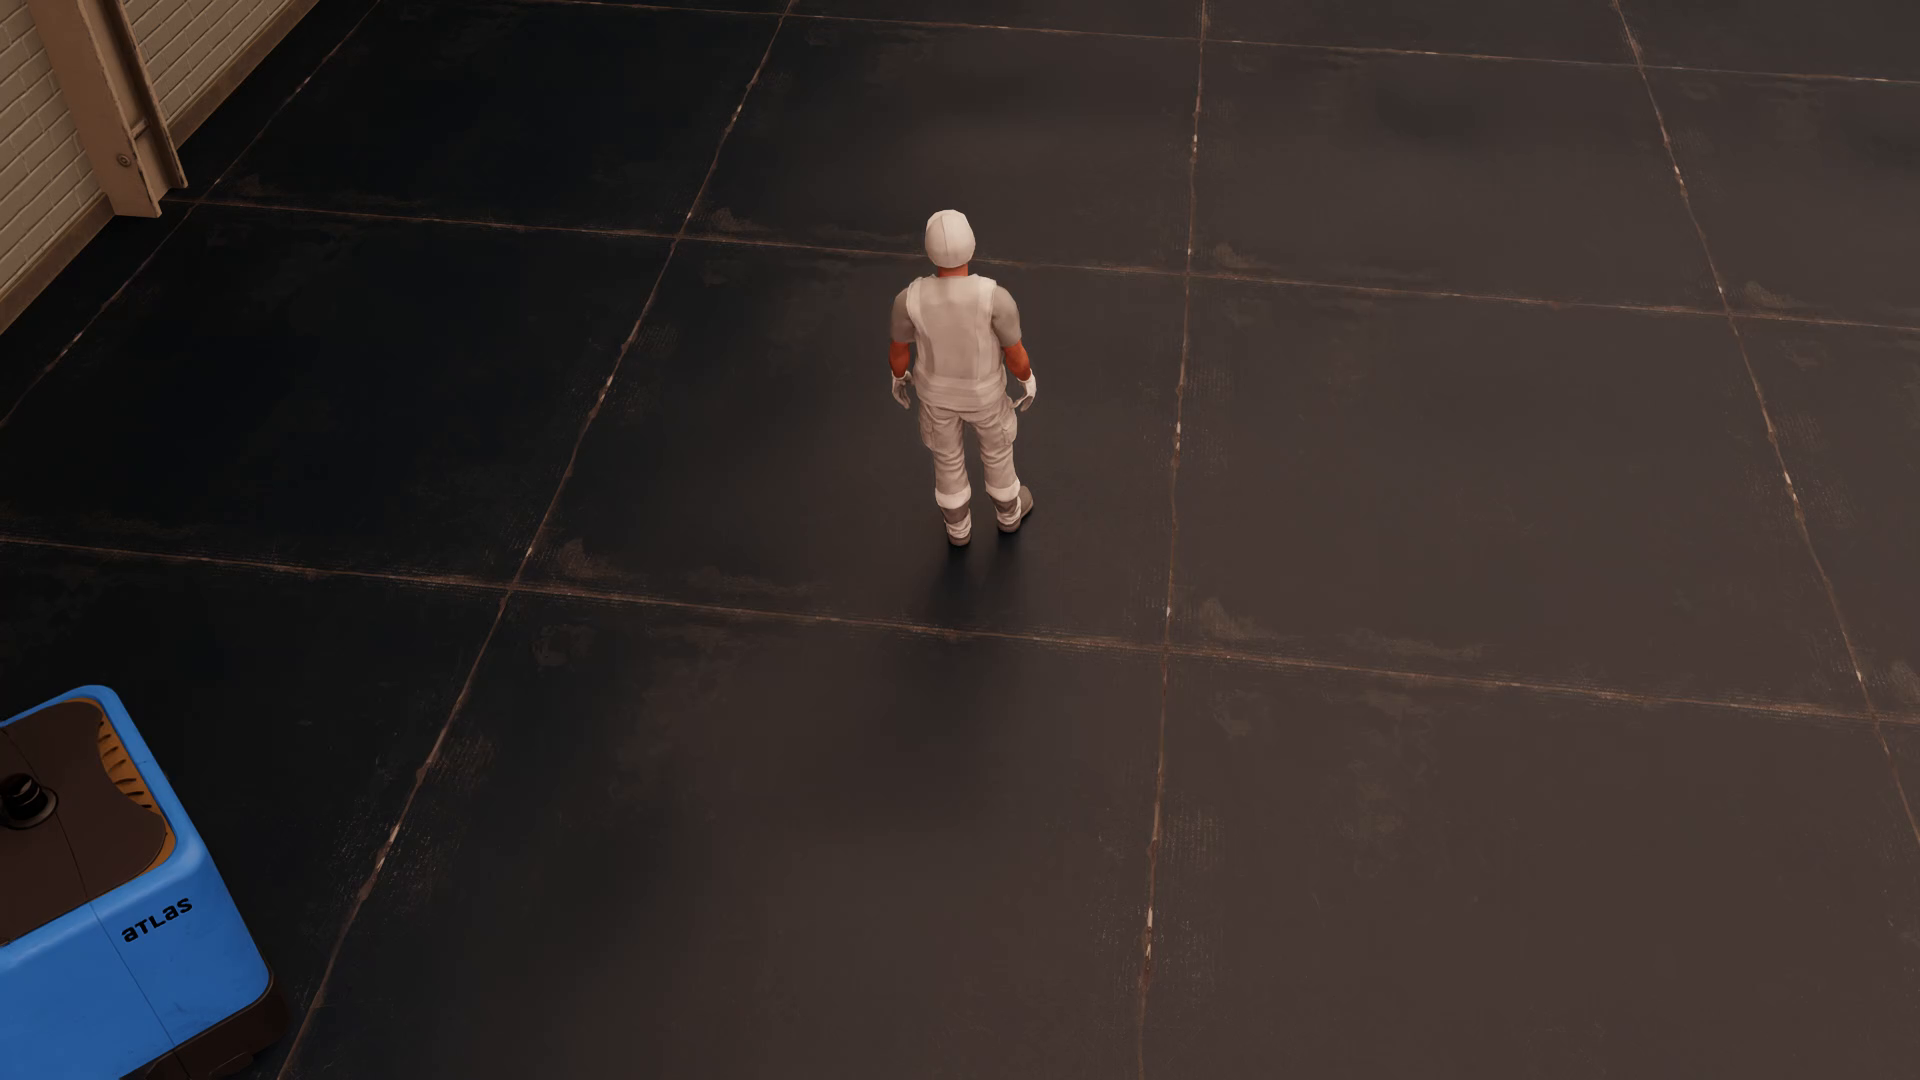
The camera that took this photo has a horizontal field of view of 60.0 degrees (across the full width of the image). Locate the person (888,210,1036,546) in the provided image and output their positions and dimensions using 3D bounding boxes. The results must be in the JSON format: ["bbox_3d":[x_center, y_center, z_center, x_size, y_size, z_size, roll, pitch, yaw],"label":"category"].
[{"bbox_3d":[0.023,-0.718,7.338,0.637,1.790,0.562,5,43,6],"label":"person"}]

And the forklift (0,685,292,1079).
[{"bbox_3d":[-3.844,1.070,4.560,3.031,2.935,1.130,-29,50,-28],"label":"forklift"}]
